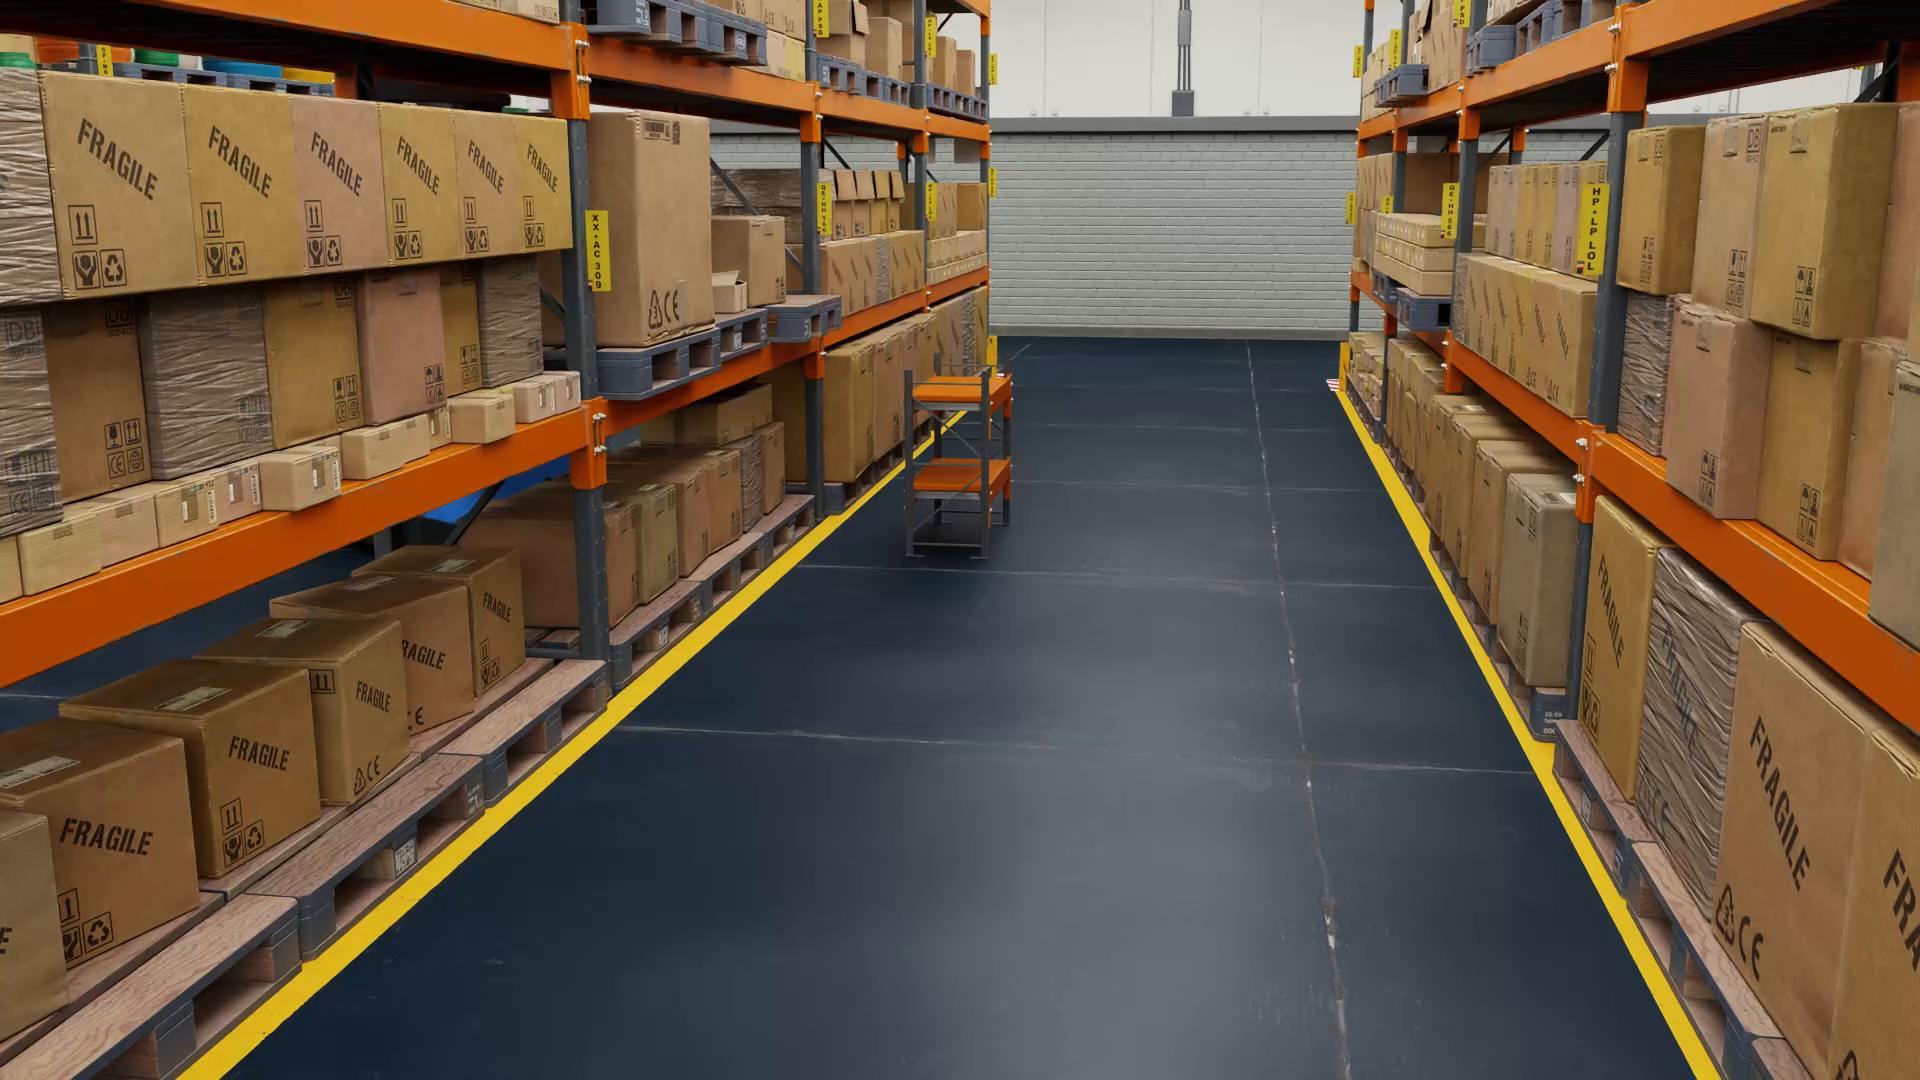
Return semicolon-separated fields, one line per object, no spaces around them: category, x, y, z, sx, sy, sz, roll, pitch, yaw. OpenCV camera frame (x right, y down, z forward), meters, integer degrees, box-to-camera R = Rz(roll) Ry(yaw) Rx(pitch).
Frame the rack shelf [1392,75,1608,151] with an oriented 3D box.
rack shelf;3.784;-2.959;11.691;1.077;0.370;4.000;2;12;9

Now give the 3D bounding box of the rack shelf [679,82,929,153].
rack shelf;-1.102;-3.141;12.535;1.077;0.370;4.000;2;12;9

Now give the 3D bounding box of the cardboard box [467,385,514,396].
cardboard box;-1.913;-0.498;6.282;0.380;0.149;0.250;2;12;9

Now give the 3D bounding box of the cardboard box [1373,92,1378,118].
cardboard box;4.143;-4.077;15.527;0.500;0.250;0.500;2;12;8

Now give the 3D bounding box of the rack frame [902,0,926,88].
rack frame;-0.794;-5.375;14.075;1.000;3.000;0.127;2;12;9

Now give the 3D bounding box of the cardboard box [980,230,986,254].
cardboard box;0.009;-3.238;18.047;0.500;0.250;0.500;2;12;8

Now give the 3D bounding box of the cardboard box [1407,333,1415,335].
cardboard box;4.876;-2.077;17.371;0.380;0.149;0.250;2;12;9

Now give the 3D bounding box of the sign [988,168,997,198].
sign;0.355;-3.936;18.329;0.100;0.325;0.005;2;12;9

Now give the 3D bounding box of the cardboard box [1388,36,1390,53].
cardboard box;3.896;-4.275;14.311;0.380;0.149;0.250;2;12;9

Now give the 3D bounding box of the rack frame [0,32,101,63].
rack frame;-6.303;-4.703;10.956;1.000;3.000;0.127;2;12;9

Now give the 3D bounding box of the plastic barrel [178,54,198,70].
plastic barrel;-6.179;-3.882;12.948;0.433;0.535;0.433;0;12;0

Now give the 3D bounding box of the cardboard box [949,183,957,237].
cardboard box;-0.309;-3.183;16.014;0.500;0.500;0.500;1;12;7

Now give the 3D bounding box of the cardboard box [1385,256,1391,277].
cardboard box;3.419;-2.061;12.537;0.380;0.149;0.250;1;12;6

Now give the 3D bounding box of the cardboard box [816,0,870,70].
cardboard box;-1.116;-3.758;12.448;0.797;0.503;0.637;2;12;8

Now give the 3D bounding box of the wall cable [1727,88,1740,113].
wall cable;10.210;-7.080;21.985;0.463;3.000;0.029;2;12;9

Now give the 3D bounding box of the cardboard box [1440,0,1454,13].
cardboard box;3.459;-3.679;11.268;0.396;0.266;0.258;2;12;9

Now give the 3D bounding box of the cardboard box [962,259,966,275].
cardboard box;-0.143;-2.749;16.727;0.380;0.149;0.250;2;12;10

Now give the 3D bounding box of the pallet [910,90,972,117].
pallet;-0.468;-4.289;16.364;1.003;0.211;1.213;2;12;9

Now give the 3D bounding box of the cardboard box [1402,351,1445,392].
cardboard box;3.555;-1.248;12.323;0.500;0.250;0.500;2;12;11

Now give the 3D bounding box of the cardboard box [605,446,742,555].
cardboard box;-1.645;-0.229;9.324;0.700;0.500;0.500;3;13;13

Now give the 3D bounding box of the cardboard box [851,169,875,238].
cardboard box;-1.081;-2.576;12.709;0.797;0.503;0.637;2;12;10

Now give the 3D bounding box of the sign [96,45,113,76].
sign;-5.758;-3.169;11.207;0.100;0.325;0.005;2;12;9

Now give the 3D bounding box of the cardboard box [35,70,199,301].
cardboard box;-2.202;-0.837;3.941;0.500;0.500;0.500;2;12;9

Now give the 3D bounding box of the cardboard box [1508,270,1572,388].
cardboard box;2.833;-0.972;7.646;0.500;0.500;0.500;2;12;9

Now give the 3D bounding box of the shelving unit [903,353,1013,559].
shelving unit;0.001;-0.551;10.381;0.538;1.125;1.048;2;12;9

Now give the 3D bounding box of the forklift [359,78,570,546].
forklift;-3.569;-1.498;10.486;3.031;2.935;1.130;11;16;41

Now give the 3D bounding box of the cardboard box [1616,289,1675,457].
cardboard box;2.816;-0.592;5.762;0.875;0.550;0.550;2;12;9

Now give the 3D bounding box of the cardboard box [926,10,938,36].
cardboard box;-0.499;-4.991;16.161;0.500;0.250;0.500;1;12;7

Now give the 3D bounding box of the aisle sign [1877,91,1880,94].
aisle sign;9.338;-4.249;16.920;0.394;0.787;0.004;2;12;9

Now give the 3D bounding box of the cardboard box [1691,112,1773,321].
cardboard box;2.582;-0.895;4.606;0.875;0.550;0.550;2;12;9

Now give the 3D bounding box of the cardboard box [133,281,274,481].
cardboard box;-2.450;-0.463;4.578;0.875;0.500;0.500;2;12;9

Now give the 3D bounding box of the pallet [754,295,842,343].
pallet;-1.413;-1.364;10.159;1.213;0.211;1.003;2;12;9

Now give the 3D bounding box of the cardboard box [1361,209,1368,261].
cardboard box;4.220;-2.989;16.301;0.500;0.500;0.500;2;12;9

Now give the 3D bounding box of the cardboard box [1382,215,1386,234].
cardboard box;3.498;-2.455;12.954;0.380;0.149;0.250;2;12;9

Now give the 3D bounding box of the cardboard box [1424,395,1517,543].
cardboard box;3.294;-0.410;9.618;1.050;0.750;0.750;2;12;8

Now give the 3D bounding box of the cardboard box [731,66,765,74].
cardboard box;-1.383;-2.688;9.081;0.500;0.250;0.500;2;12;10

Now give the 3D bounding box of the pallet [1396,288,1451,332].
pallet;3.481;-1.486;10.724;1.213;0.211;1.003;2;12;9

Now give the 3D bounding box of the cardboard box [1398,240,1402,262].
cardboard box;3.299;-2.042;11.743;0.380;0.149;0.250;2;12;10

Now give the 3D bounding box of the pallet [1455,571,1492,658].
pallet;3.091;0.350;8.368;1.003;0.211;1.213;2;12;9

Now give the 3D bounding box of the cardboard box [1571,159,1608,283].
cardboard box;3.009;-1.344;6.998;0.700;0.500;0.500;2;12;8

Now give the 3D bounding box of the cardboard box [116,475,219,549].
cardboard box;-2.186;-0.081;4.344;0.380;0.149;0.250;2;12;9

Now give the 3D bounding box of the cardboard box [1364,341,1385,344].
cardboard box;4.193;-1.877;16.439;0.380;0.149;0.250;2;12;11

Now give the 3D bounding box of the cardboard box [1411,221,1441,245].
cardboard box;3.180;-2.025;10.957;0.380;0.149;0.250;2;12;10

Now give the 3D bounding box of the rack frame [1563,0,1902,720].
rack frame;2.861;-0.595;6.136;1.000;3.000;0.127;2;12;9

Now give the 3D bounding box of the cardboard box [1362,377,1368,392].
cardboard box;4.085;-1.484;16.029;0.380;0.149;0.250;2;12;9

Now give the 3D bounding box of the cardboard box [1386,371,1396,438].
cardboard box;3.716;-1.099;13.409;0.500;0.500;0.500;2;12;11

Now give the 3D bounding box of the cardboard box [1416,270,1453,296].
cardboard box;3.098;-1.628;10.528;0.380;0.149;0.250;2;12;10

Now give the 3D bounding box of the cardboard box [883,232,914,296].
cardboard box;-0.679;-2.282;13.727;0.500;0.500;0.500;2;12;10

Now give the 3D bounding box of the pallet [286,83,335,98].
pallet;-5.712;-3.811;14.384;1.213;0.211;1.003;2;12;9

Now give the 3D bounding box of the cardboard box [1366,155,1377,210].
cardboard box;4.127;-3.373;15.706;0.500;0.500;0.500;1;12;7

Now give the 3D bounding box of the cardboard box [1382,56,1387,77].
cardboard box;4.078;-4.219;15.000;0.500;0.250;0.500;2;12;11

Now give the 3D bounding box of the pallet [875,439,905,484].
pallet;-1.023;-0.662;13.062;1.003;0.211;1.213;2;12;9
